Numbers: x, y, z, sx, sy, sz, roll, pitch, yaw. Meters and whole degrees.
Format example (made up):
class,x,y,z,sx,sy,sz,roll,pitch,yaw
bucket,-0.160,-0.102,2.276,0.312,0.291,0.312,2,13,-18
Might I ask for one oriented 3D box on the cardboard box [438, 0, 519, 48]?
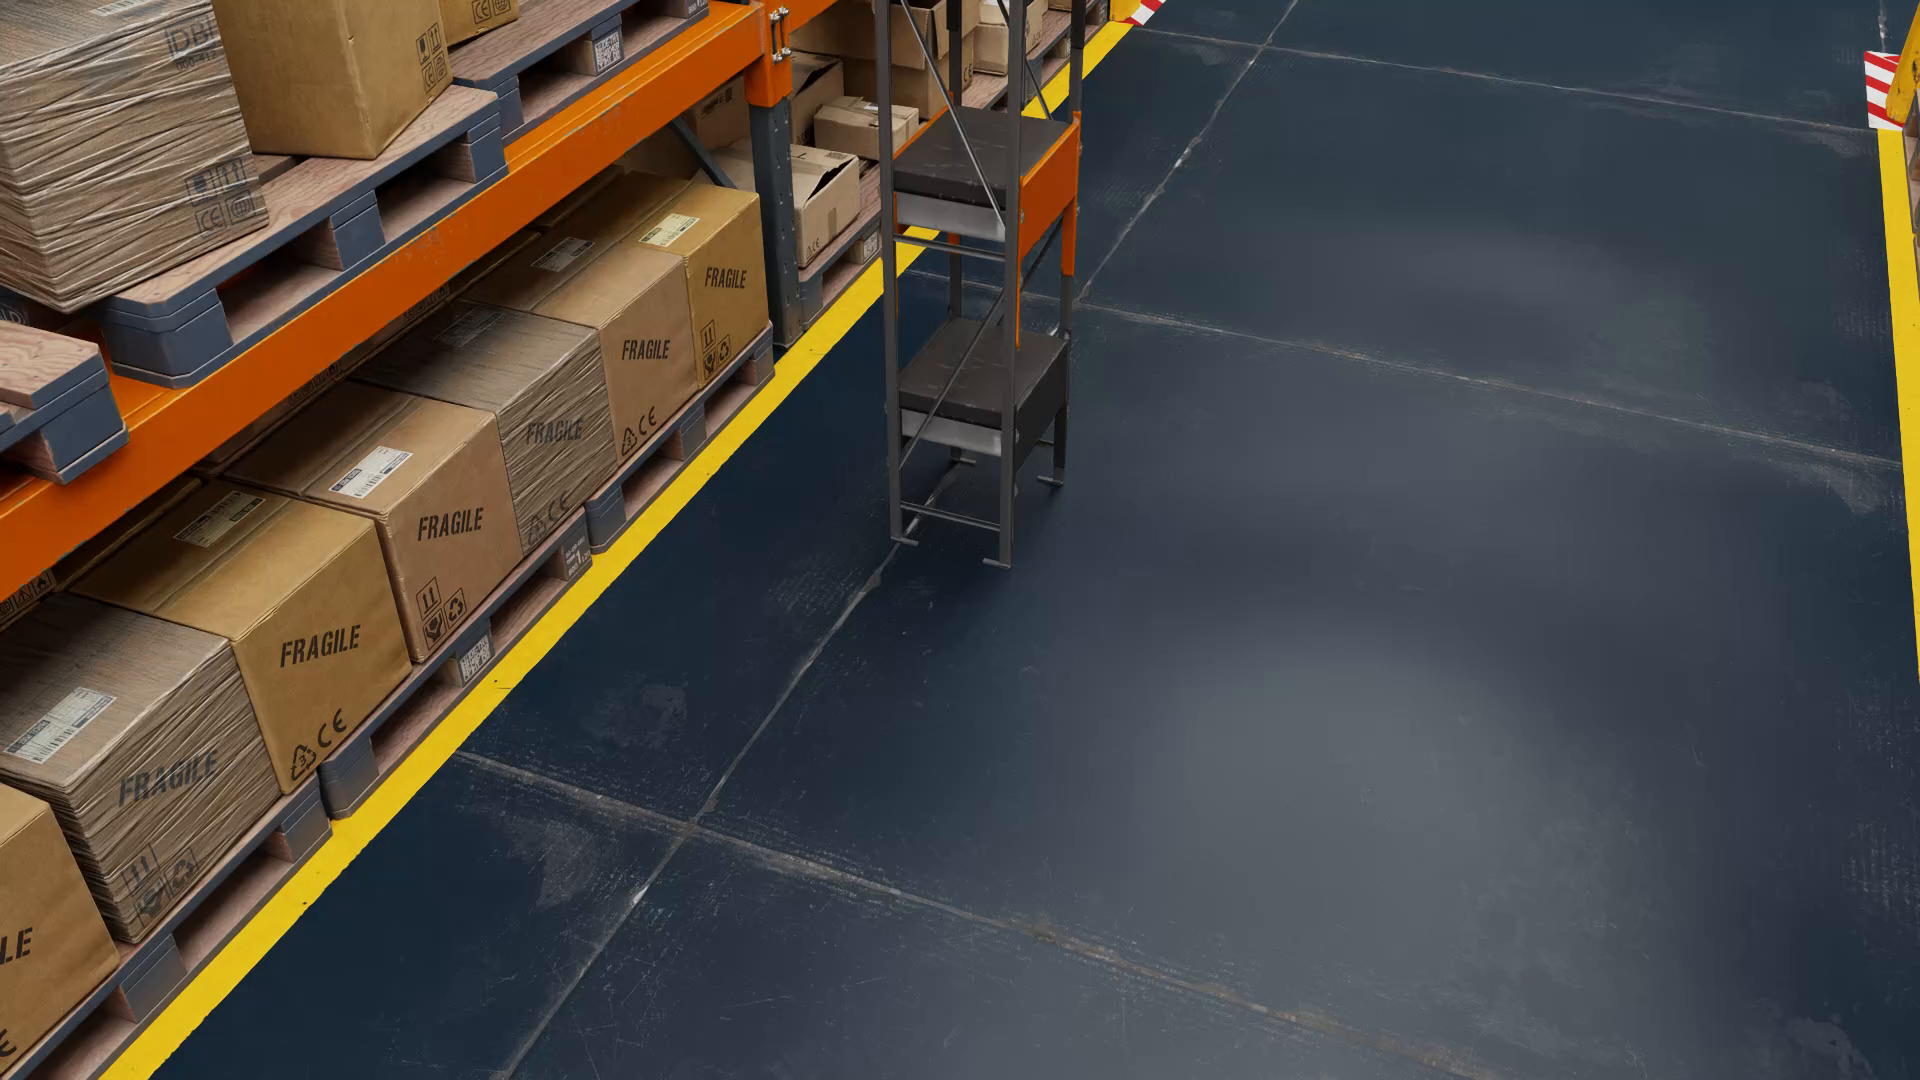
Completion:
class,x,y,z,sx,sy,sz,roll,pitch,yaw
cardboard box,-1.668,-1.656,4.526,0.700,0.500,0.500,20,41,25

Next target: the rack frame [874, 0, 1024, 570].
class,x,y,z,sx,sy,sz,roll,pitch,yaw
rack frame,-0.030,-0.798,4.563,0.400,2.100,0.015,14,39,18

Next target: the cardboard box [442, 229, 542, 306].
class,x,y,z,sx,sy,sz,roll,pitch,yaw
cardboard box,-1.680,-0.719,5.427,0.500,0.500,0.500,14,39,18

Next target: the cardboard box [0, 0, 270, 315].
class,x,y,z,sx,sy,sz,roll,pitch,yaw
cardboard box,-1.940,-0.885,3.495,0.700,0.500,0.500,21,42,26

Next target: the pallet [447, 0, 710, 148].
class,x,y,z,sx,sy,sz,roll,pitch,yaw
pallet,-1.483,-1.560,4.992,1.003,0.211,1.213,14,39,18

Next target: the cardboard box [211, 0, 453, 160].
class,x,y,z,sx,sy,sz,roll,pitch,yaw
cardboard box,-1.693,-1.270,4.010,0.700,0.500,0.500,5,37,6

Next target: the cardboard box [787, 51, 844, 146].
class,x,y,z,sx,sy,sz,roll,pitch,yaw
cardboard box,-0.838,-1.949,7.230,0.500,0.311,0.500,14,39,18

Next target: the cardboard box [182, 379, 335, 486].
class,x,y,z,sx,sy,sz,roll,pitch,yaw
cardboard box,-2.070,-0.164,4.685,0.500,0.500,0.500,12,39,16

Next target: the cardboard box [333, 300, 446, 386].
class,x,y,z,sx,sy,sz,roll,pitch,yaw
cardboard box,-1.877,-0.444,5.059,0.500,0.500,0.500,14,39,18

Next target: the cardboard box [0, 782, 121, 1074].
class,x,y,z,sx,sy,sz,roll,pitch,yaw
cardboard box,-2.163,0.798,3.397,0.500,0.500,0.500,15,39,20

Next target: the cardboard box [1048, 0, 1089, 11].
class,x,y,z,sx,sy,sz,roll,pitch,yaw
cardboard box,0.465,-3.087,8.595,0.500,0.500,0.500,14,39,18

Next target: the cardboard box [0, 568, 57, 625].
class,x,y,z,sx,sy,sz,roll,pitch,yaw
cardboard box,-2.444,0.082,3.730,0.500,0.250,0.500,15,39,19

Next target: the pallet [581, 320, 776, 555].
class,x,y,z,sx,sy,sz,roll,pitch,yaw
pallet,-1.353,-0.478,5.714,1.003,0.211,1.213,14,39,18

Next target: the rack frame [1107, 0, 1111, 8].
class,x,y,z,sx,sy,sz,roll,pitch,yaw
rack frame,0.444,-4.269,8.456,1.000,3.000,0.127,14,39,18

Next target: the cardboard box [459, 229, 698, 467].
class,x,y,z,sx,sy,sz,roll,pitch,yaw
cardboard box,-1.197,-0.619,5.293,0.500,0.500,0.500,14,39,18

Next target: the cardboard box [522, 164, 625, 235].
class,x,y,z,sx,sy,sz,roll,pitch,yaw
cardboard box,-1.488,-1.017,5.826,0.500,0.500,0.500,12,38,16

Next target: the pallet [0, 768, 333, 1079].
class,x,y,z,sx,sy,sz,roll,pitch,yaw
pallet,-2.281,0.872,3.906,1.003,0.211,1.213,14,39,18

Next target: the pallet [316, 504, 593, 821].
class,x,y,z,sx,sy,sz,roll,pitch,yaw
pallet,-1.816,0.199,4.807,1.003,0.211,1.213,14,39,18

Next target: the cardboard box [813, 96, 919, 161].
class,x,y,z,sx,sy,sz,roll,pitch,yaw
cardboard box,-0.399,-1.760,7.098,0.380,0.166,0.250,14,39,18

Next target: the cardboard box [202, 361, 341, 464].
class,x,y,z,sx,sy,sz,roll,pitch,yaw
cardboard box,-2.059,-0.486,4.489,0.500,0.250,0.500,13,39,17

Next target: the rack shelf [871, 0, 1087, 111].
class,x,y,z,sx,sy,sz,roll,pitch,yaw
rack shelf,0.063,-1.482,4.333,0.431,0.518,0.480,14,39,18

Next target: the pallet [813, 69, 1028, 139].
class,x,y,z,sx,sy,sz,roll,pitch,yaw
pallet,-0.353,-1.995,7.743,1.003,0.211,1.213,14,39,18

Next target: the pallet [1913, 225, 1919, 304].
class,x,y,z,sx,sy,sz,roll,pitch,yaw
pallet,4.208,-0.901,6.279,1.003,0.211,1.213,14,39,18

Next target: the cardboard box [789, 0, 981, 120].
class,x,y,z,sx,sy,sz,roll,pitch,yaw
cardboard box,-0.368,-2.272,7.502,0.797,0.503,0.637,14,39,18

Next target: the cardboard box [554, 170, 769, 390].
class,x,y,z,sx,sy,sz,roll,pitch,yaw
cardboard box,-1.001,-0.891,5.657,0.500,0.500,0.500,14,39,17

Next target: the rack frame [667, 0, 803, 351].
class,x,y,z,sx,sy,sz,roll,pitch,yaw
rack frame,-1.078,-2.054,5.493,1.000,3.000,0.127,14,39,18

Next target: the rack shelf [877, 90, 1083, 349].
class,x,y,z,sx,sy,sz,roll,pitch,yaw
rack shelf,0.063,-0.922,4.752,0.431,0.518,0.480,14,39,18

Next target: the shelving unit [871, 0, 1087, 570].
class,x,y,z,sx,sy,sz,roll,pitch,yaw
shelving unit,0.063,-0.933,4.744,0.431,2.100,0.503,14,39,18

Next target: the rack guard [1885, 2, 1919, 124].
class,x,y,z,sx,sy,sz,roll,pitch,yaw
rack guard,5.020,-2.154,7.714,1.175,0.500,0.348,14,39,18

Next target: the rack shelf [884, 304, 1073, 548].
class,x,y,z,sx,sy,sz,roll,pitch,yaw
rack shelf,0.063,-0.361,5.171,0.431,0.518,0.480,14,39,18

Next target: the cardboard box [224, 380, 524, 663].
class,x,y,z,sx,sy,sz,roll,pitch,yaw
cardboard box,-1.580,-0.059,4.544,0.500,0.500,0.500,13,39,16

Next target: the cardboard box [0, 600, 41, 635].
class,x,y,z,sx,sy,sz,roll,pitch,yaw
cardboard box,-2.462,0.414,3.911,0.500,0.500,0.500,15,39,20

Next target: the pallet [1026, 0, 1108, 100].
class,x,y,z,sx,sy,sz,roll,pitch,yaw
pallet,0.112,-2.668,8.644,1.003,0.211,1.213,14,39,18

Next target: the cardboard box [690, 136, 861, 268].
class,x,y,z,sx,sy,sz,roll,pitch,yaw
cardboard box,-0.719,-1.337,6.411,0.500,0.311,0.500,14,39,18

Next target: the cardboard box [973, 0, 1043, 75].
class,x,y,z,sx,sy,sz,roll,pitch,yaw
cardboard box,0.075,-2.468,7.975,0.500,0.250,0.500,14,39,18

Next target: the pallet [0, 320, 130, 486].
class,x,y,z,sx,sy,sz,roll,pitch,yaw
pallet,-2.407,-0.154,3.111,1.213,0.211,1.003,14,39,18

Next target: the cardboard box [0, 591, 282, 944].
class,x,y,z,sx,sy,sz,roll,pitch,yaw
cardboard box,-1.969,0.507,3.786,0.500,0.500,0.500,12,39,16

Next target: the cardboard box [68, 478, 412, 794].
class,x,y,z,sx,sy,sz,roll,pitch,yaw
cardboard box,-1.773,0.231,4.156,0.500,0.500,0.500,13,39,17

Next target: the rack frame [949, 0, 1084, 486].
class,x,y,z,sx,sy,sz,roll,pitch,yaw
rack frame,0.156,-1.068,4.925,0.400,2.100,0.015,14,39,18

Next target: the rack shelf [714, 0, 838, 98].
class,x,y,z,sx,sy,sz,roll,pitch,yaw
rack shelf,-0.317,-2.874,7.190,1.077,0.370,4.000,14,39,18

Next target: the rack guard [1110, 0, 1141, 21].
class,x,y,z,sx,sy,sz,roll,pitch,yaw
rack guard,0.415,-3.226,9.148,1.175,0.500,0.348,14,39,18

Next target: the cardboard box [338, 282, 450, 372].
class,x,y,z,sx,sy,sz,roll,pitch,yaw
cardboard box,-1.868,-0.764,4.860,0.500,0.250,0.500,14,39,18

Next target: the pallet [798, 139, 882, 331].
class,x,y,z,sx,sy,sz,roll,pitch,yaw
pallet,-0.816,-1.317,6.836,1.003,0.211,1.213,14,39,18

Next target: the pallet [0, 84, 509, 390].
class,x,y,z,sx,sy,sz,roll,pitch,yaw
pallet,-1.865,-0.841,4.029,1.003,0.211,1.213,14,39,18

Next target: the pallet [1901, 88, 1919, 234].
class,x,y,z,sx,sy,sz,roll,pitch,yaw
pallet,4.673,-1.574,7.179,1.003,0.211,1.213,14,39,18

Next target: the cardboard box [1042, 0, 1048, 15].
class,x,y,z,sx,sy,sz,roll,pitch,yaw
cardboard box,0.227,-2.749,8.422,0.380,0.166,0.250,14,39,18

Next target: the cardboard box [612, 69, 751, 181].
class,x,y,z,sx,sy,sz,roll,pitch,yaw
cardboard box,-1.124,-1.609,6.618,0.500,0.500,0.500,14,39,18

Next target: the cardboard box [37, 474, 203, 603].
class,x,y,z,sx,sy,sz,roll,pitch,yaw
cardboard box,-2.264,0.128,4.294,0.500,0.500,0.500,12,39,16

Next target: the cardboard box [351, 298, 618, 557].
class,x,y,z,sx,sy,sz,roll,pitch,yaw
cardboard box,-1.388,-0.342,4.922,0.500,0.500,0.500,14,39,18

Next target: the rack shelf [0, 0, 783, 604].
class,x,y,z,sx,sy,sz,roll,pitch,yaw
rack shelf,-1.839,-0.659,4.227,1.077,0.370,4.000,14,39,18
